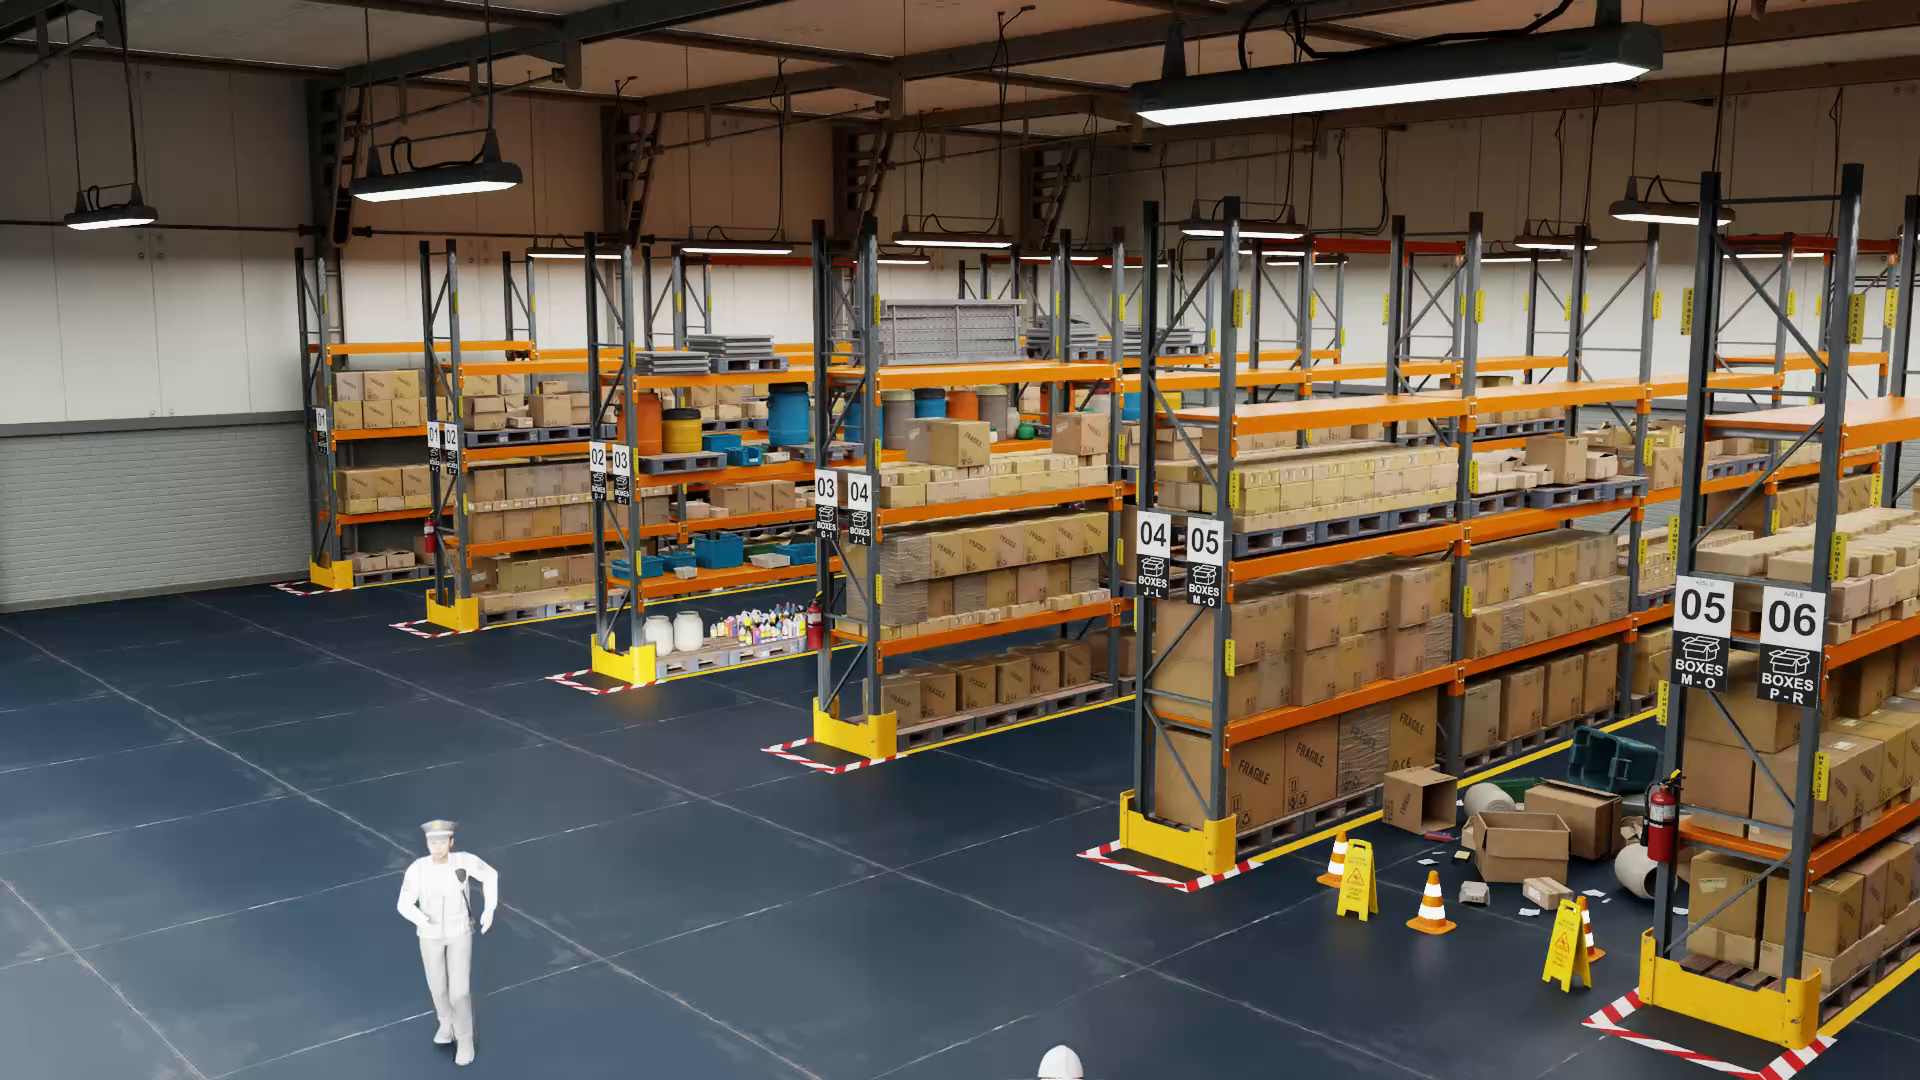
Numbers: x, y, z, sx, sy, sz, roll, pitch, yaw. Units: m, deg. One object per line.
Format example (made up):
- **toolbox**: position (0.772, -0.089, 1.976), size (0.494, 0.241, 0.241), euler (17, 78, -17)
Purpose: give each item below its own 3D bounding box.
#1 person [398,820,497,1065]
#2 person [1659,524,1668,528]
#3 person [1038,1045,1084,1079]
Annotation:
- **person**: position (-3.464, 2.715, 11.268), size (0.628, 1.746, 0.705), euler (-2, 9, -10)
- **person**: position (11.004, 0.572, 25.958), size (0.647, 1.646, 0.567), euler (-6, 10, -37)
- **person**: position (0.451, 3.170, 7.586), size (0.693, 1.772, 0.959), euler (0, 8, 2)
